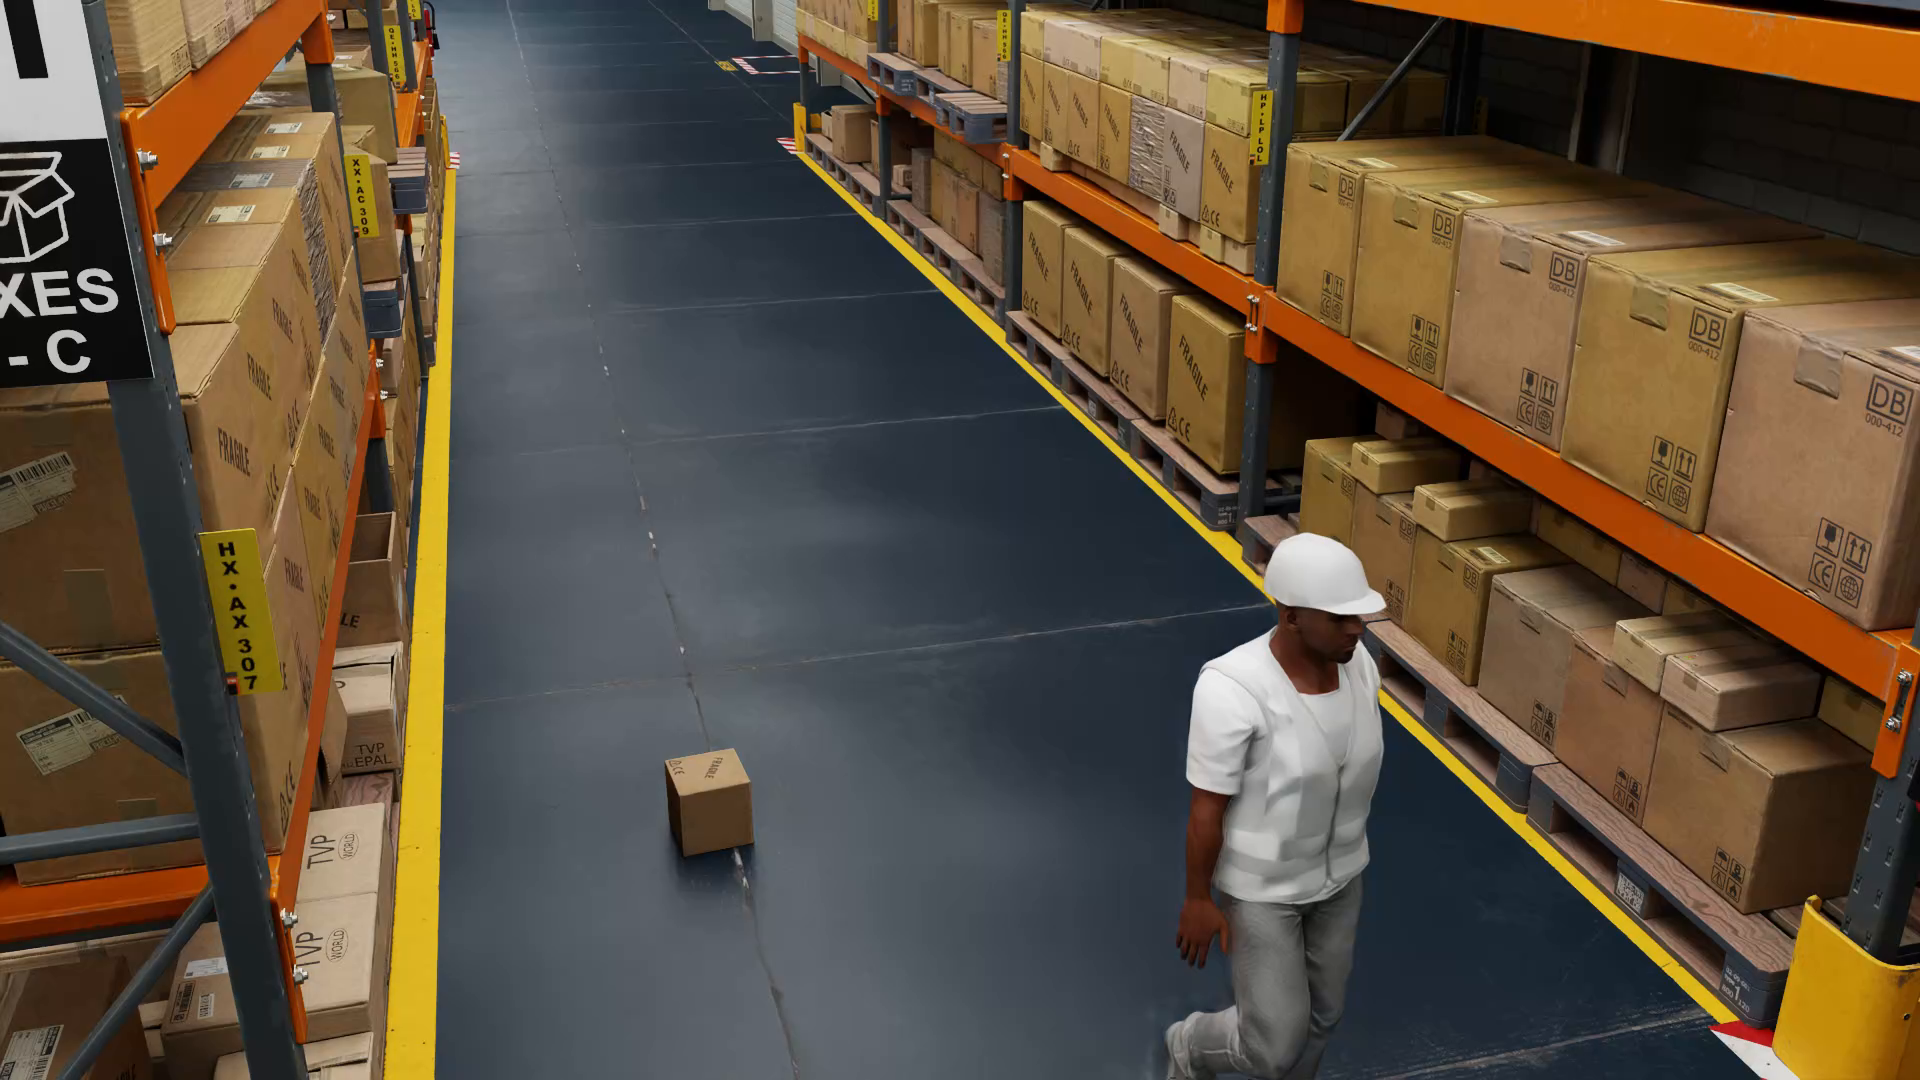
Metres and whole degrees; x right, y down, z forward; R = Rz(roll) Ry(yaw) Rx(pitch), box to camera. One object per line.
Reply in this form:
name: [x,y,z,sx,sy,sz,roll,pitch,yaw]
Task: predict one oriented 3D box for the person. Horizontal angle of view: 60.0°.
person: [0.777,0.802,4.082,0.601,1.755,0.510,-14,26,-29]
